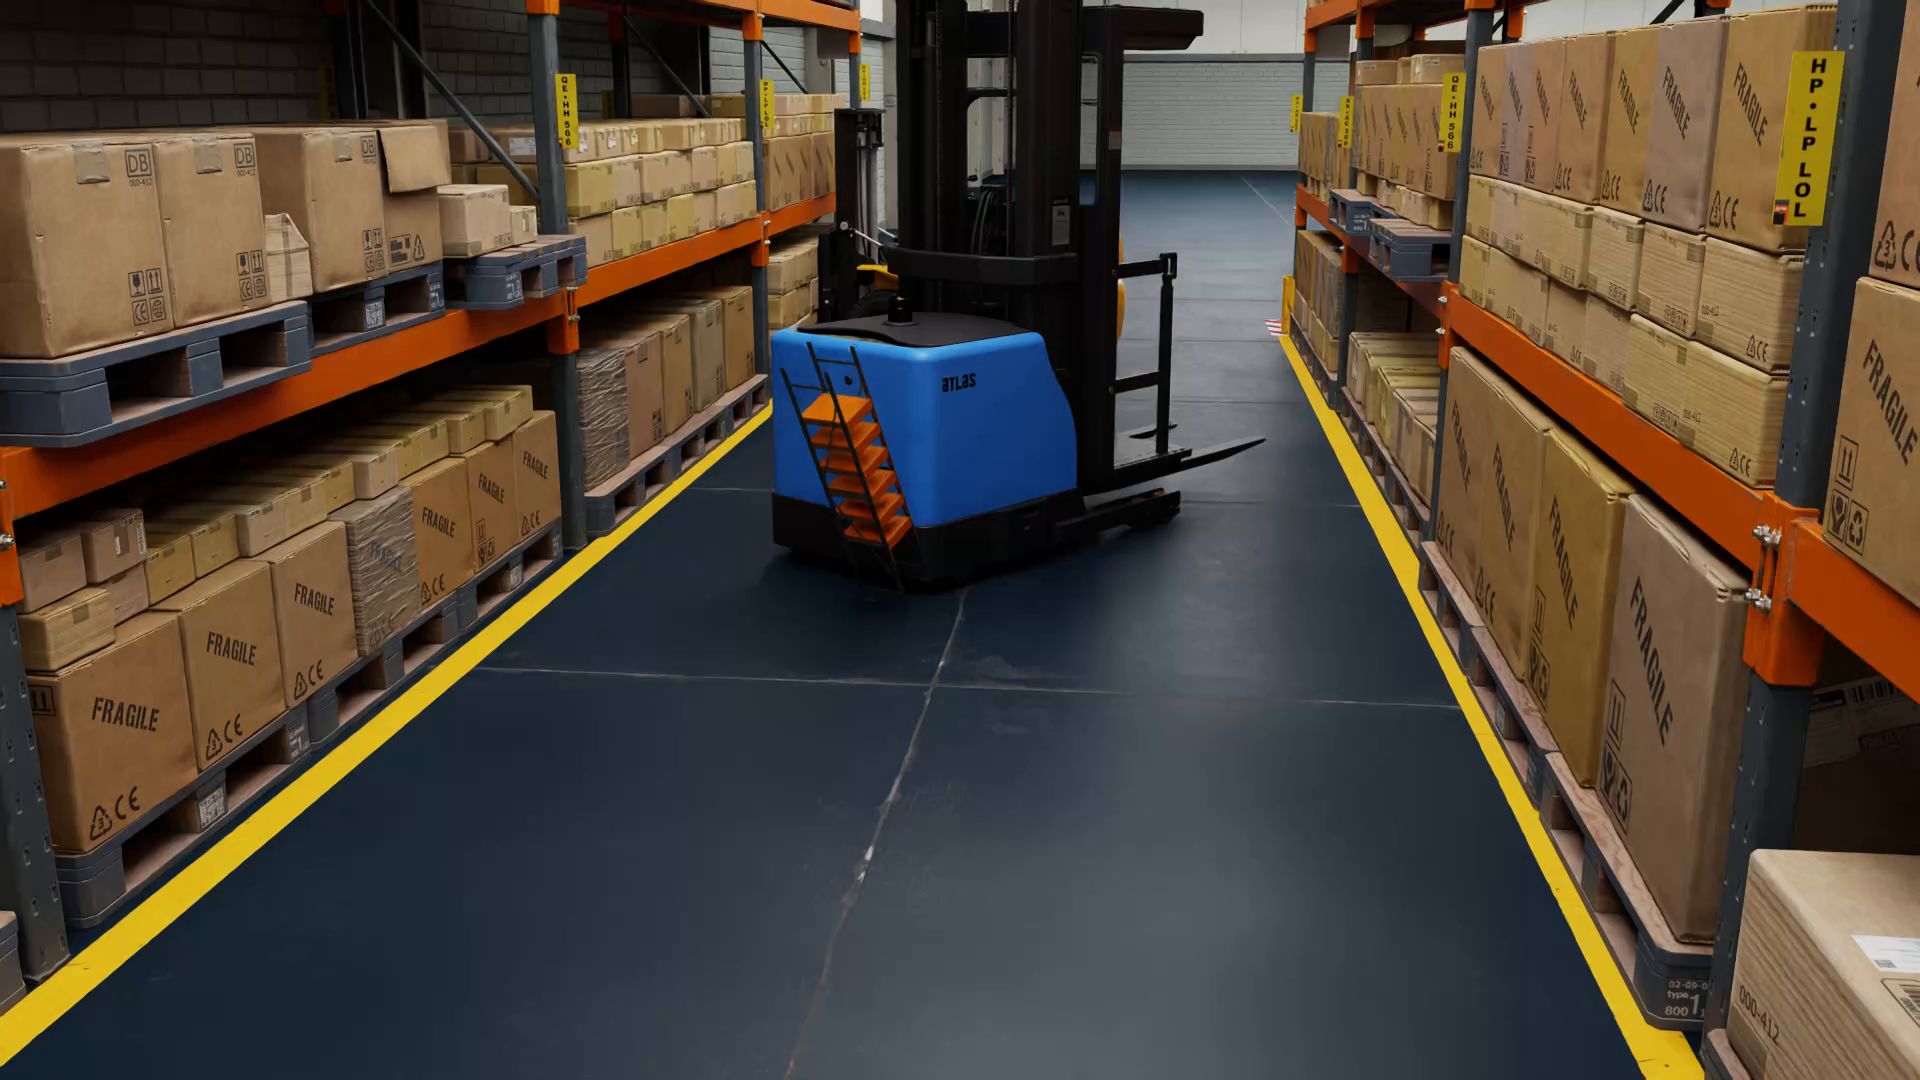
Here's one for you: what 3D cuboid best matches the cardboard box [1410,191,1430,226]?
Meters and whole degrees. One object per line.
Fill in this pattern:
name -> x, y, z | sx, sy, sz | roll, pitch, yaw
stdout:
cardboard box -> 2.370, -1.585, 7.954 | 0.380, 0.149, 0.250 | 2, 15, 6

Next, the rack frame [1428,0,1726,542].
rack frame -> 2.625, -1.273, 7.124 | 1.000, 3.000, 0.127 | 2, 15, 6

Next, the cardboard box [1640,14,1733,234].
cardboard box -> 2.026, -1.024, 4.097 | 0.500, 0.500, 0.500 | 2, 15, 7

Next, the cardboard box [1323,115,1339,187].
cardboard box -> 2.985, -2.893, 12.355 | 0.500, 0.500, 0.500 | 2, 15, 8

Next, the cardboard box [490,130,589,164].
cardboard box -> -1.979, -1.854, 7.837 | 0.380, 0.149, 0.250 | 2, 15, 8

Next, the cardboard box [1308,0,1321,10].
cardboard box -> 3.168, -4.598, 14.156 | 0.380, 0.149, 0.250 | 2, 15, 6

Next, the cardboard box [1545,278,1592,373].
cardboard box -> 2.162, -0.684, 5.231 | 0.500, 0.250, 0.500 | 2, 15, 6

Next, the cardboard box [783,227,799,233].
cardboard box -> -1.700, -2.603, 14.588 | 0.500, 0.250, 0.500 | 2, 15, 6

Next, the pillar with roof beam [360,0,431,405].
pillar with roof beam -> 1.222, -4.552, 7.758 | 9.100, 9.000, 0.400 | 2, 15, 6

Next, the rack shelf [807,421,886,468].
rack shelf -> -0.460, -0.400, 6.725 | 0.258, 0.103, 0.180 | 10, 44, 33

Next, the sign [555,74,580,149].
sign -> -1.767, -1.926, 7.470 | 0.100, 0.325, 0.005 | 2, 15, 6

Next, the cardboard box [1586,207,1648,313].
cardboard box -> 2.083, -0.791, 4.669 | 0.500, 0.250, 0.500 | 2, 15, 8

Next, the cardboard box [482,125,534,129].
cardboard box -> -2.398, -2.138, 8.888 | 0.380, 0.149, 0.250 | 2, 15, 6

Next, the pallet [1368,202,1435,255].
pallet -> 2.808, -1.695, 9.052 | 1.003, 0.211, 1.213 | 2, 15, 6

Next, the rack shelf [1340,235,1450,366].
rack shelf -> 2.851, -1.445, 9.136 | 1.077, 0.370, 4.000 | 2, 15, 6

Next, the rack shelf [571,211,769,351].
rack shelf -> -2.082, -1.590, 9.673 | 1.077, 0.370, 4.000 | 2, 15, 6

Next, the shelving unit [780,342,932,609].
shelving unit -> -0.413, -0.247, 6.838 | 0.258, 1.200, 0.189 | 10, 44, 33

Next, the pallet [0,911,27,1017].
pallet -> -2.837, 1.143, 3.530 | 1.003, 0.211, 1.213 | 2, 15, 6

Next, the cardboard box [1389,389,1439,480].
cardboard box -> 2.774, -0.545, 8.662 | 0.950, 0.372, 0.625 | 1, 15, 5

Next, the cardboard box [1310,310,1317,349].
cardboard box -> 2.988, -1.617, 12.860 | 0.500, 0.250, 0.500 | 2, 15, 7

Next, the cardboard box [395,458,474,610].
cardboard box -> -2.265, -0.033, 6.522 | 0.500, 0.500, 0.500 | 2, 15, 9

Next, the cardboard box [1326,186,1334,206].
cardboard box -> 2.921, -2.545, 12.310 | 0.380, 0.149, 0.250 | 1, 15, 5

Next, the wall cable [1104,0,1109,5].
wall cable -> 5.341, -15.601, 44.890 | 3.097, 2.526, 0.112 | 2, 15, 6

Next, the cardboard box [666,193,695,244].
cardboard box -> -1.841, -1.852, 9.554 | 0.500, 0.250, 0.500 | 2, 15, 8

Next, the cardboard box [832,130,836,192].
cardboard box -> -1.267, -3.272, 14.324 | 0.500, 0.500, 0.500 | 2, 15, 8

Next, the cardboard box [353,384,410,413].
cardboard box -> -2.676, -0.601, 7.382 | 0.380, 0.149, 0.250 | 2, 15, 9

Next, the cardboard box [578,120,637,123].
cardboard box -> -2.228, -2.533, 10.348 | 0.380, 0.149, 0.250 | 2, 15, 6

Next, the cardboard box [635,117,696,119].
cardboard box -> -2.075, -2.908, 11.736 | 0.380, 0.149, 0.250 | 2, 15, 6

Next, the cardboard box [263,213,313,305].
cardboard box -> -2.221, -0.868, 5.078 | 0.396, 0.266, 0.258 | 2, 15, 9

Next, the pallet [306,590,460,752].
pallet -> -2.569, 0.436, 6.146 | 1.003, 0.211, 1.213 | 2, 15, 6

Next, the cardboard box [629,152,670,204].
cardboard box -> -1.880, -1.960, 8.995 | 0.500, 0.250, 0.500 | 1, 15, 5

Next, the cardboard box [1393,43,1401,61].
cardboard box -> 3.421, -3.225, 11.664 | 0.700, 0.500, 0.500 | 2, 15, 7

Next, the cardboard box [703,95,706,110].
cardboard box -> -2.034, -3.185, 12.192 | 0.380, 0.149, 0.250 | 2, 15, 6

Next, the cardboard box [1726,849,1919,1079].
cardboard box -> 1.996, 0.958, 2.976 | 0.875, 0.438, 0.875 | 1, 15, 5

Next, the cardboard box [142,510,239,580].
cardboard box -> -2.464, 0.012, 5.112 | 0.380, 0.149, 0.250 | 1, 15, 5

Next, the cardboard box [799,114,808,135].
cardboard box -> -1.386, -3.223, 12.902 | 0.380, 0.149, 0.250 | 1, 15, 4

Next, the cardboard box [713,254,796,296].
cardboard box -> -1.490, -1.930, 12.101 | 0.500, 0.250, 0.500 | 1, 15, 5

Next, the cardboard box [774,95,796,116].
cardboard box -> -1.435, -3.235, 12.377 | 0.380, 0.149, 0.250 | 2, 15, 8

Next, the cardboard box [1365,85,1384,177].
cardboard box -> 2.613, -2.334, 9.482 | 0.500, 0.500, 0.500 | 2, 15, 6

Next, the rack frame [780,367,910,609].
rack frame -> -0.459, -0.192, 6.783 | 0.240, 1.200, 0.006 | 10, 44, 33

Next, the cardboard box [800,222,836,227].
cardboard box -> -1.147, -2.723, 15.032 | 0.500, 0.250, 0.500 | 2, 15, 8

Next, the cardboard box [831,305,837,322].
cardboard box -> -1.311, -1.844, 13.698 | 0.500, 0.250, 0.500 | 2, 15, 8

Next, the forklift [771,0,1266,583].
forklift -> 0.478, -1.543, 8.253 | 1.130, 2.935, 3.031 | 13, 20, 40

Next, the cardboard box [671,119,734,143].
cardboard box -> -1.685, -2.655, 10.799 | 0.380, 0.149, 0.250 | 1, 15, 5

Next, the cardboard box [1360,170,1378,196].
cardboard box -> 2.663, -2.194, 10.204 | 0.380, 0.149, 0.250 | 2, 15, 7

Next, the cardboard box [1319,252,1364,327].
cardboard box -> 2.932, -1.841, 12.252 | 0.500, 0.500, 0.500 | 2, 15, 7

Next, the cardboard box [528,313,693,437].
cardboard box -> -2.082, -0.980, 9.786 | 0.875, 0.625, 0.625 | 1, 15, 4

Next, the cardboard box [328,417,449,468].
cardboard box -> -2.260, -0.386, 6.585 | 0.380, 0.149, 0.250 | 2, 15, 8

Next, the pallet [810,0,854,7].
pallet -> -1.510, -4.716, 14.279 | 1.003, 0.211, 1.213 | 2, 15, 6

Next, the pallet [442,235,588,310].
pallet -> -2.314, -1.148, 7.028 | 1.213, 0.211, 1.003 | 2, 15, 6

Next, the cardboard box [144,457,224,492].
cardboard box -> -2.841, -0.196, 5.881 | 0.380, 0.149, 0.250 | 1, 15, 4
